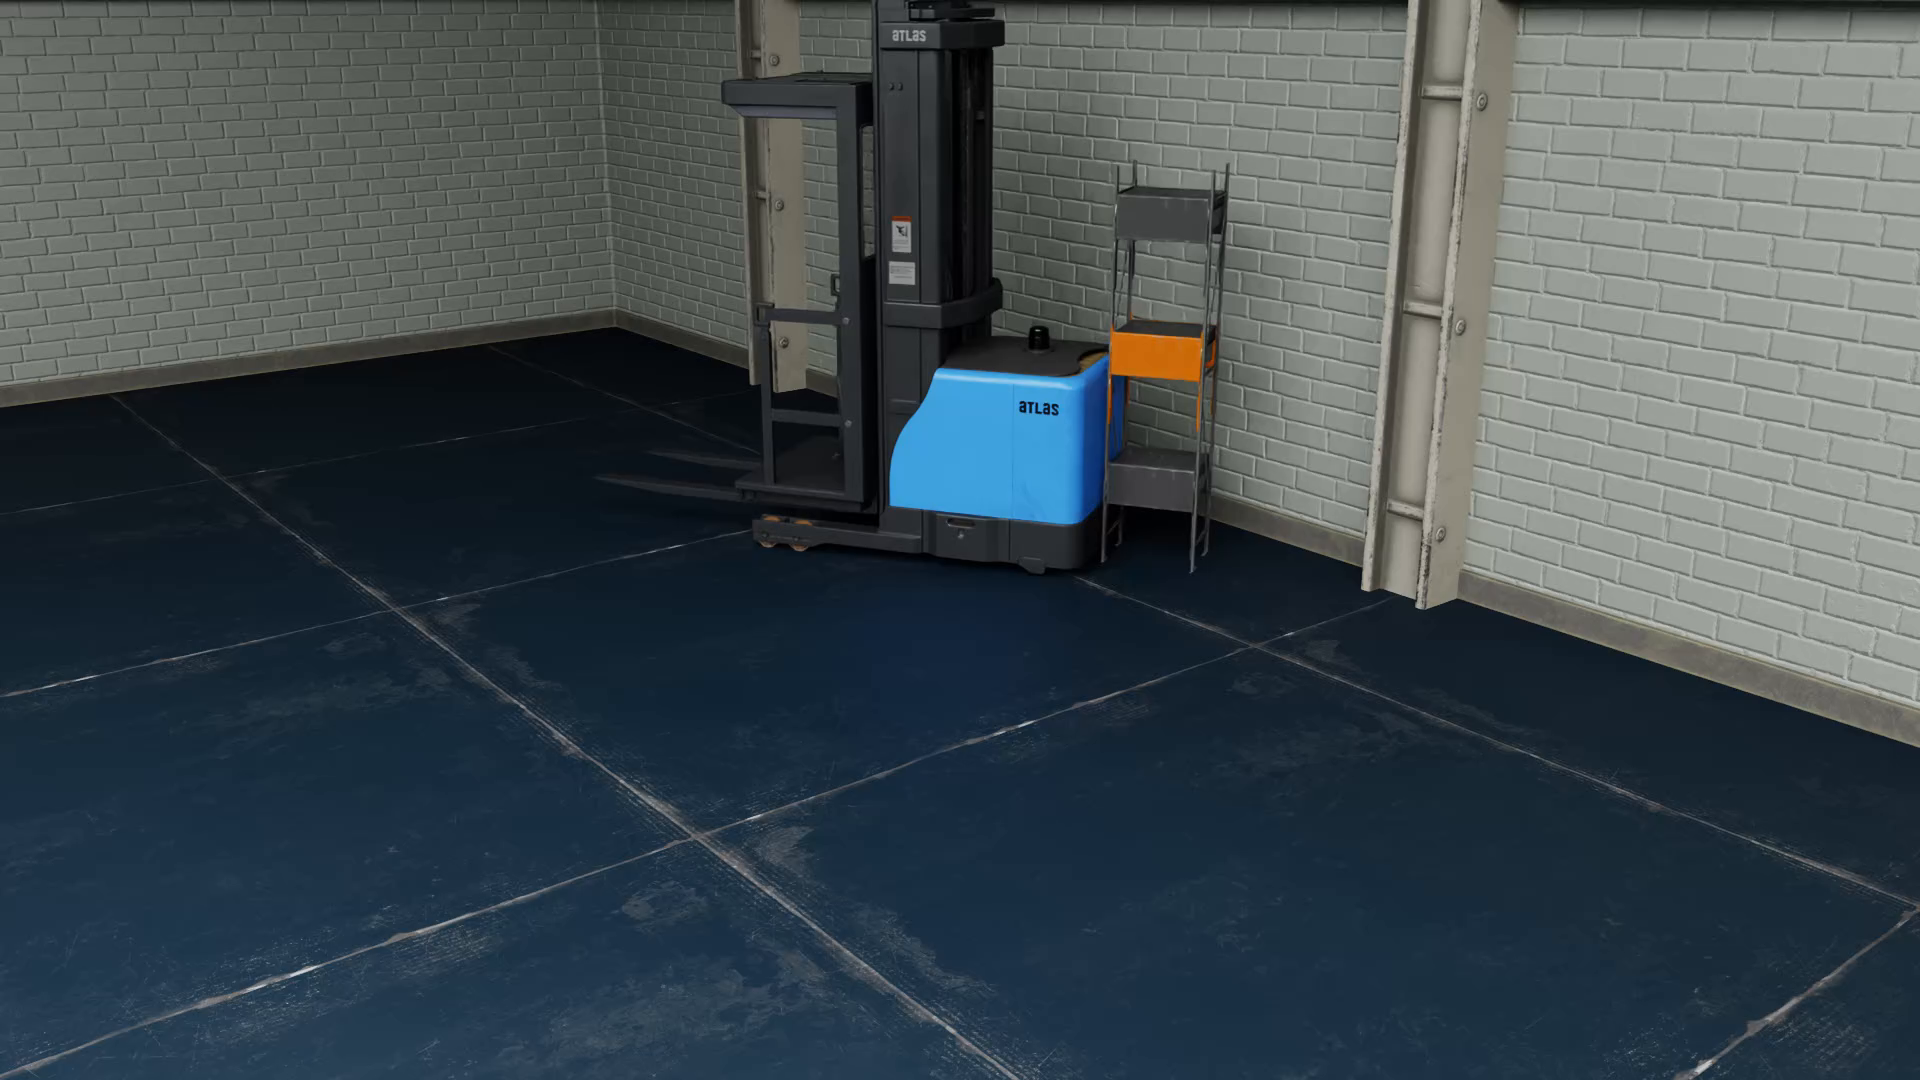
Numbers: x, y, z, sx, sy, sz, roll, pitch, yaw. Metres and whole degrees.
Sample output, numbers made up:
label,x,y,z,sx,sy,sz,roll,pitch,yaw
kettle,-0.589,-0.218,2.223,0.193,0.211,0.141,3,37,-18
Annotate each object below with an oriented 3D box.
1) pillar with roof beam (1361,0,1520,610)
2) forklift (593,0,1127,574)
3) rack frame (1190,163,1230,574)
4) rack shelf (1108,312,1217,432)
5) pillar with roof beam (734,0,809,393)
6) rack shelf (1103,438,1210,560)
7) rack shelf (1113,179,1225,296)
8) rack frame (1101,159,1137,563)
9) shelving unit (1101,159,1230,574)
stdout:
label,x,y,z,sx,sy,sz,roll,pitch,yaw
pillar with roof beam,-1.061,-3.161,4.594,9.100,9.000,0.400,-14,23,-36
forklift,-0.622,-1.480,9.170,3.031,2.935,1.130,7,19,19
rack frame,1.302,-0.877,8.668,0.015,2.100,0.400,7,19,19
rack shelf,1.072,-0.892,8.750,0.480,0.518,0.431,7,19,19
pillar with roof beam,-4.786,-4.640,9.059,9.100,9.000,0.400,-14,23,-36
rack shelf,1.067,-0.227,8.968,0.480,0.518,0.431,7,19,19
rack shelf,1.077,-1.557,8.532,0.480,0.518,0.431,7,19,19
rack frame,0.842,-0.932,8.823,0.015,2.100,0.400,7,19,19
shelving unit,1.072,-0.905,8.746,0.503,2.100,0.431,7,19,19
